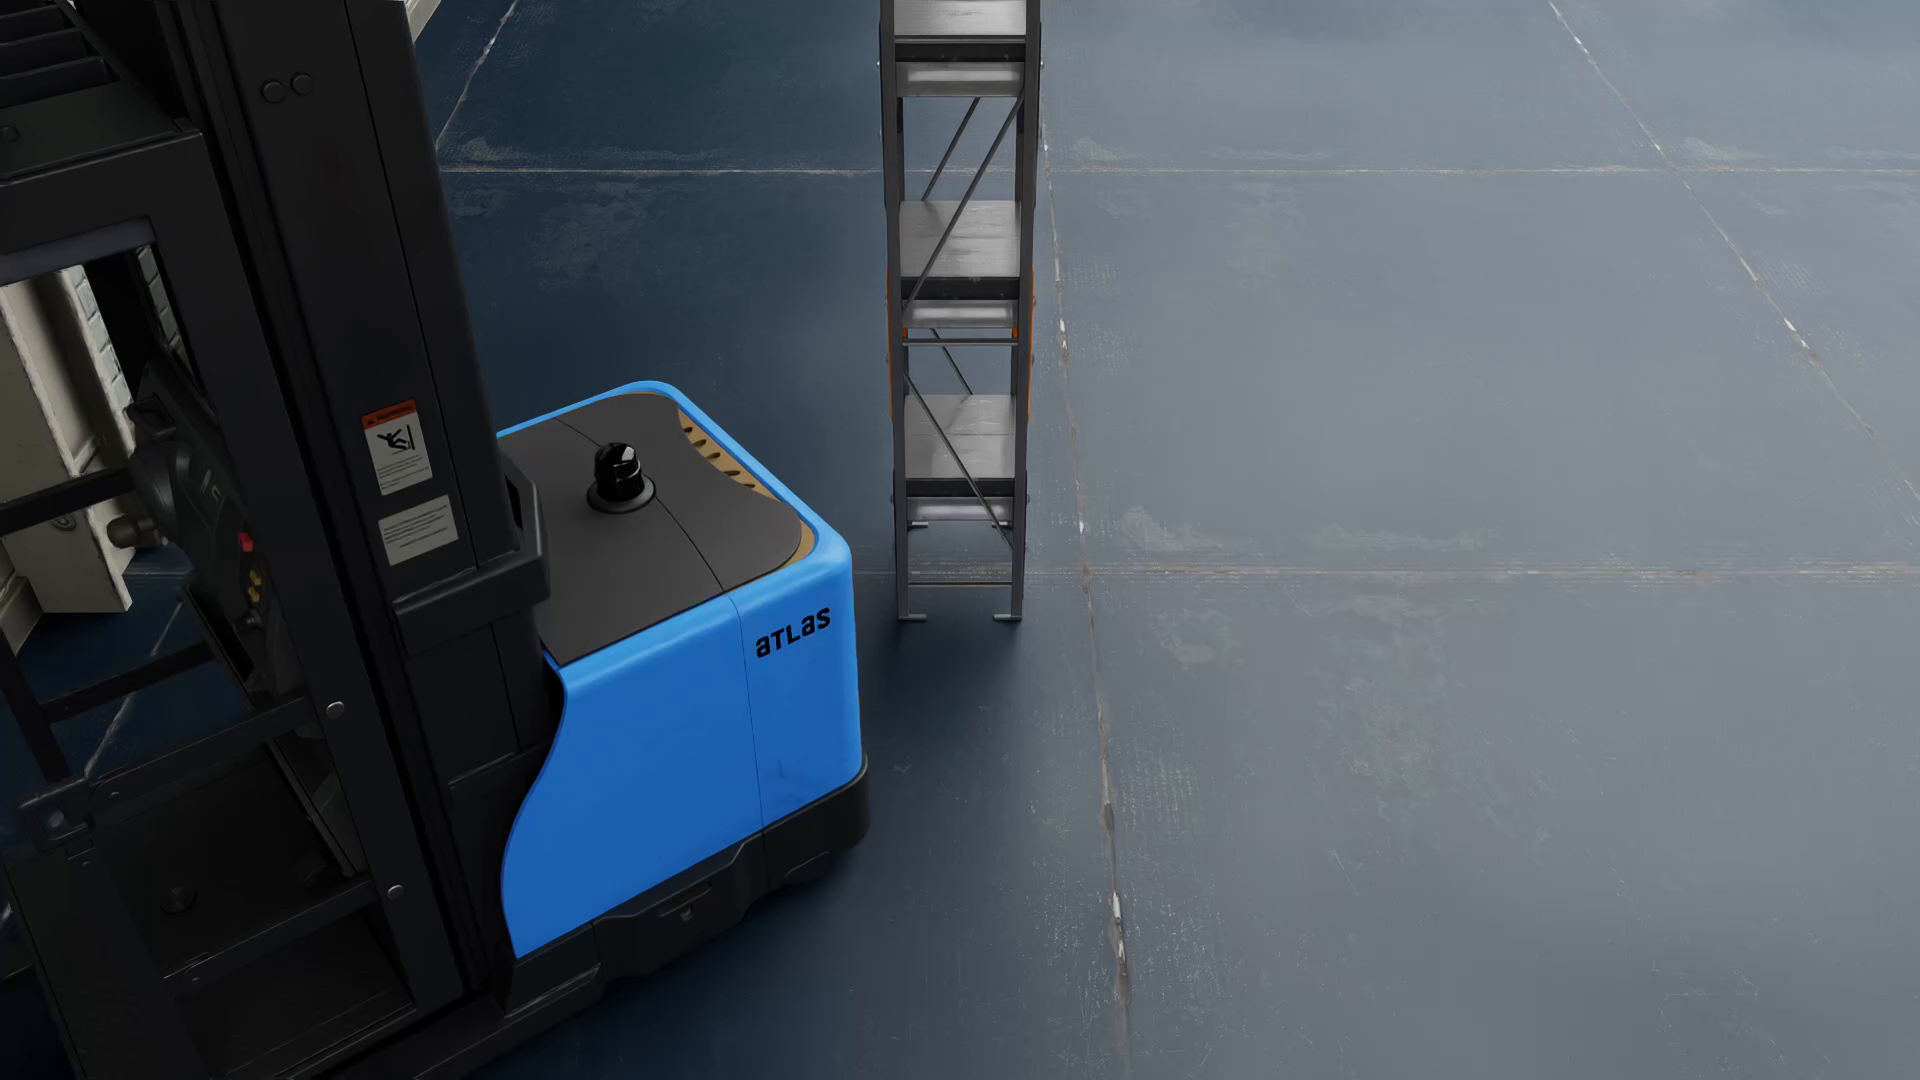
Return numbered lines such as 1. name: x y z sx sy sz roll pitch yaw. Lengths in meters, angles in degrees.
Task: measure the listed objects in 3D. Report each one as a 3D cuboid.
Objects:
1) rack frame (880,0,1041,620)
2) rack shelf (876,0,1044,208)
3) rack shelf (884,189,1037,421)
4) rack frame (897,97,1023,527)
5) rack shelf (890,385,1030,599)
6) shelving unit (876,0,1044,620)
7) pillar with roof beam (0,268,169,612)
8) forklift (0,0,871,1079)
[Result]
1. rack frame: 0.000 -0.563 4.774 0.400 2.100 0.015 0 39 0
2. rack shelf: 0.000 -1.251 4.535 0.431 0.518 0.480 0 39 0
3. rack shelf: 0.000 -0.705 4.973 0.431 0.518 0.480 0 39 0
4. rack frame: 0.000 -0.868 5.155 0.400 2.100 0.015 0 39 0
5. rack shelf: 0.000 -0.159 5.410 0.431 0.518 0.480 0 39 0
6. shelving unit: 0.000 -0.716 4.964 0.431 2.100 0.503 0 39 0
7. pillar with roof beam: 1.415 -3.402 2.800 9.100 9.000 0.400 0 39 0
8. forklift: -1.734 0.021 3.380 3.031 2.935 1.130 -25 45 -28
